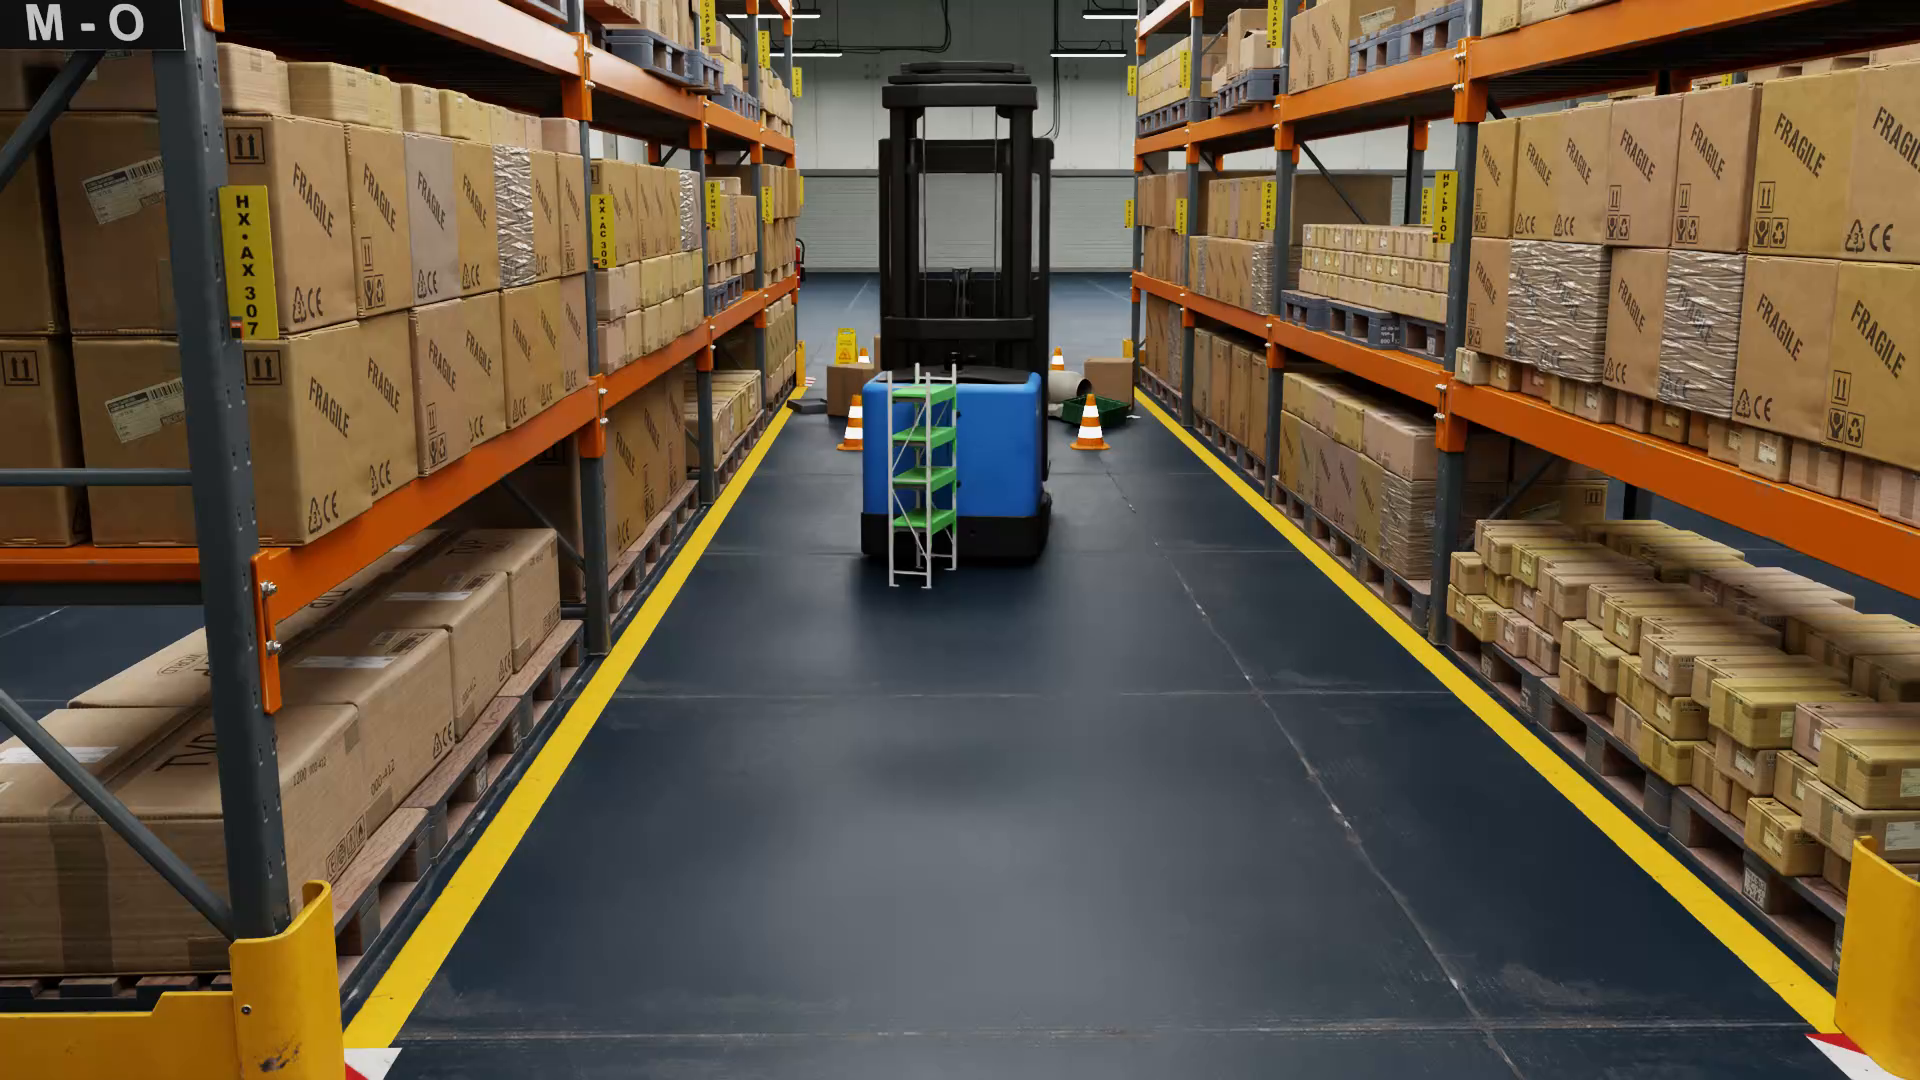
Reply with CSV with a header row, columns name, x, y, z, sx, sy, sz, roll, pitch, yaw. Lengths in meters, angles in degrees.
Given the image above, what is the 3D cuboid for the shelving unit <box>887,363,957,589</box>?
name,x,y,z,sx,sy,sz,roll,pitch,yaw
shelving unit,-0.208,-0.370,9.367,0.258,1.200,0.503,3,12,16

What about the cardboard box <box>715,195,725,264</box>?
name,x,y,z,sx,sy,sz,roll,pitch,yaw
cardboard box,-2.041,-2.315,12.370,0.500,0.500,0.500,0,11,2

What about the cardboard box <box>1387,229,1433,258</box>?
name,x,y,z,sx,sy,sz,roll,pitch,yaw
cardboard box,2.563,-1.625,9.103,0.380,0.149,0.250,-1,11,-3

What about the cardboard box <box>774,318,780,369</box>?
name,x,y,z,sx,sy,sz,roll,pitch,yaw
cardboard box,-2.093,-1.966,16.679,0.500,0.500,0.500,0,11,1

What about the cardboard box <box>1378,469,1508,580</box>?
name,x,y,z,sx,sy,sz,roll,pitch,yaw
cardboard box,2.517,-0.093,8.702,0.500,0.500,0.500,0,11,-2

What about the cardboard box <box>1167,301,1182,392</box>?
name,x,y,z,sx,sy,sz,roll,pitch,yaw
cardboard box,2.653,-2.025,17.284,0.875,0.875,0.875,0,11,-1

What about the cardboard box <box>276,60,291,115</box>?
name,x,y,z,sx,sy,sz,roll,pitch,yaw
cardboard box,-1.887,-1.111,4.091,0.380,0.149,0.250,0,11,0

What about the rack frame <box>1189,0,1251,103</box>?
name,x,y,z,sx,sy,sz,roll,pitch,yaw
rack frame,2.619,-5.496,15.017,1.000,3.000,0.127,0,11,-1

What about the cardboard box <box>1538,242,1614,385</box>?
name,x,y,z,sx,sy,sz,roll,pitch,yaw
cardboard box,2.534,-0.862,6.266,0.500,0.500,0.500,0,11,-2

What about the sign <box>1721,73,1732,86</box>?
name,x,y,z,sx,sy,sz,roll,pitch,yaw
sign,7.037,-4.276,15.247,0.100,0.325,0.005,0,11,-1

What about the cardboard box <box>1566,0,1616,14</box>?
name,x,y,z,sx,sy,sz,roll,pitch,yaw
cardboard box,2.540,-2.066,6.031,0.500,0.250,0.500,0,11,1

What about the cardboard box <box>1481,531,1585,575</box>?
name,x,y,z,sx,sy,sz,roll,pitch,yaw
cardboard box,2.530,0.058,7.344,0.380,0.149,0.250,0,11,2

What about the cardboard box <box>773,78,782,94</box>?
name,x,y,z,sx,sy,sz,roll,pitch,yaw
cardboard box,-2.044,-4.678,17.154,0.380,0.149,0.250,0,11,0

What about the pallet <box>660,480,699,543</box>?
name,x,y,z,sx,sy,sz,roll,pitch,yaw
pallet,-2.305,-0.197,10.998,1.003,0.211,1.213,0,11,-1

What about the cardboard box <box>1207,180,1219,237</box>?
name,x,y,z,sx,sy,sz,roll,pitch,yaw
cardboard box,2.635,-2.996,15.018,0.700,0.500,0.500,0,11,-2

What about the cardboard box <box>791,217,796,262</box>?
name,x,y,z,sx,sy,sz,roll,pitch,yaw
cardboard box,-2.124,-3.399,18.768,0.500,0.500,0.500,0,11,-2

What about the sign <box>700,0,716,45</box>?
name,x,y,z,sx,sy,sz,roll,pitch,yaw
sign,-1.691,-3.483,11.140,0.100,0.325,0.005,0,11,-1

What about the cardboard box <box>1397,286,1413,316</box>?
name,x,y,z,sx,sy,sz,roll,pitch,yaw
cardboard box,2.564,-1.278,8.887,0.380,0.149,0.250,-1,11,-4

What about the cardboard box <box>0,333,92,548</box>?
name,x,y,z,sx,sy,sz,roll,pitch,yaw
cardboard box,-2.355,-0.274,4.114,0.500,0.500,0.500,0,11,-1

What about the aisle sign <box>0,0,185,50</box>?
name,x,y,z,sx,sy,sz,roll,pitch,yaw
aisle sign,-1.789,-1.391,3.333,0.394,0.787,0.004,0,11,-1

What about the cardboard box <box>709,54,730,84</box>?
name,x,y,z,sx,sy,sz,roll,pitch,yaw
cardboard box,-2.157,-3.800,13.524,0.500,0.250,0.500,0,11,0

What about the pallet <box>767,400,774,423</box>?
name,x,y,z,sx,sy,sz,roll,pitch,yaw
pallet,-2.378,-1.282,16.349,1.003,0.211,1.213,0,11,-1

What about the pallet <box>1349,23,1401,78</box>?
name,x,y,z,sx,sy,sz,roll,pitch,yaw
pallet,2.853,-2.673,9.118,1.213,0.211,1.003,0,11,-1

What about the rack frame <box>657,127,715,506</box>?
name,x,y,z,sx,sy,sz,roll,pitch,yaw
rack frame,-2.246,-1.720,11.495,1.000,3.000,0.127,0,11,-1

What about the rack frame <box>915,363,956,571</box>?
name,x,y,z,sx,sy,sz,roll,pitch,yaw
rack frame,-0.138,-0.417,9.596,0.240,1.200,0.015,3,12,16

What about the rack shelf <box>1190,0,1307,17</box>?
name,x,y,z,sx,sy,sz,roll,pitch,yaw
rack shelf,2.660,-4.550,13.169,1.077,0.370,4.000,0,11,-1

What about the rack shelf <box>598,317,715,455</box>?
name,x,y,z,sx,sy,sz,roll,pitch,yaw
rack shelf,-2.204,-0.970,9.607,1.077,0.370,4.000,0,11,-1

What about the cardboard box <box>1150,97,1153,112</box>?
name,x,y,z,sx,sy,sz,roll,pitch,yaw
cardboard box,2.244,-4.683,17.876,0.380,0.149,0.250,0,11,-1

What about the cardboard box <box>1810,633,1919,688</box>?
name,x,y,z,sx,sy,sz,roll,pitch,yaw
cardboard box,3.108,0.415,5.589,0.380,0.149,0.250,0,11,1

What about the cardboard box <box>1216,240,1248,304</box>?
name,x,y,z,sx,sy,sz,roll,pitch,yaw
cardboard box,2.390,-2.199,13.601,0.500,0.500,0.500,0,11,0

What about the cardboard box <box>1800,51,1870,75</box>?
name,x,y,z,sx,sy,sz,roll,pitch,yaw
cardboard box,7.511,-4.002,13.879,0.797,0.503,0.637,0,11,1

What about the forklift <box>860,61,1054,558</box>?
name,x,y,z,sx,sy,sz,roll,pitch,yaw
forklift,0.049,-1.573,10.940,1.130,2.935,3.031,1,12,4

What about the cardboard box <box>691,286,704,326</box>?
name,x,y,z,sx,sy,sz,roll,pitch,yaw
cardboard box,-1.976,-1.547,11.019,0.500,0.250,0.500,-1,11,-3

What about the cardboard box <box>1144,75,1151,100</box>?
name,x,y,z,sx,sy,sz,roll,pitch,yaw
cardboard box,2.301,-4.950,18.193,0.500,0.250,0.500,0,11,-2

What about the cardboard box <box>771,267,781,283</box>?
name,x,y,z,sx,sy,sz,roll,pitch,yaw
cardboard box,-2.031,-2.711,17.008,0.380,0.149,0.250,0,11,-1

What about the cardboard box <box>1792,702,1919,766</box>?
name,x,y,z,sx,sy,sz,roll,pitch,yaw
cardboard box,2.654,0.575,4.799,0.380,0.149,0.250,0,11,0

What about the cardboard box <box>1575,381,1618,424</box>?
name,x,y,z,sx,sy,sz,roll,pitch,yaw
cardboard box,2.538,-0.523,6.226,0.380,0.149,0.250,0,11,1

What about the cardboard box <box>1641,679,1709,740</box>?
name,x,y,z,sx,sy,sz,roll,pitch,yaw
cardboard box,2.534,0.565,5.595,0.380,0.149,0.250,0,11,0

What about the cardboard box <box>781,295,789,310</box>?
name,x,y,z,sx,sy,sz,roll,pitch,yaw
cardboard box,-2.057,-2.573,18.042,0.380,0.149,0.250,0,11,0

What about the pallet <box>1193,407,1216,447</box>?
name,x,y,z,sx,sy,sz,roll,pitch,yaw
pallet,2.710,-1.036,15.136,1.003,0.211,1.213,0,11,-1

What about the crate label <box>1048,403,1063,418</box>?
name,x,y,z,sx,sy,sz,roll,pitch,yaw
crate label,1.003,-1.279,16.521,0.298,0.136,0.250,-10,15,-40

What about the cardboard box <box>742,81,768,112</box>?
name,x,y,z,sx,sy,sz,roll,pitch,yaw
cardboard box,-2.064,-4.146,15.538,0.500,0.250,0.500,0,11,-2

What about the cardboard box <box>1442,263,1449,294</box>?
name,x,y,z,sx,sy,sz,roll,pitch,yaw
cardboard box,2.578,-1.272,8.114,0.380,0.149,0.250,0,11,1

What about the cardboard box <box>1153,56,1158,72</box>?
name,x,y,z,sx,sy,sz,roll,pitch,yaw
cardboard box,2.250,-5.023,17.549,0.380,0.149,0.250,0,11,-2

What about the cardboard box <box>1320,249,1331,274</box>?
name,x,y,z,sx,sy,sz,roll,pitch,yaw
cardboard box,2.527,-1.785,10.643,0.380,0.149,0.250,-1,11,-3

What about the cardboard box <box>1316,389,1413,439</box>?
name,x,y,z,sx,sy,sz,roll,pitch,yaw
cardboard box,2.481,-0.772,10.164,0.500,0.250,0.500,0,11,-1

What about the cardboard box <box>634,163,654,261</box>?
name,x,y,z,sx,sy,sz,roll,pitch,yaw
cardboard box,-1.931,-1.754,8.892,0.500,0.500,0.500,-1,11,-3

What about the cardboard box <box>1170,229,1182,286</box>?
name,x,y,z,sx,sy,sz,roll,pitch,yaw
cardboard box,2.565,-2.812,16.498,0.875,0.550,0.550,0,11,-1

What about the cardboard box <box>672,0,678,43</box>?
name,x,y,z,sx,sy,sz,roll,pitch,yaw
cardboard box,-1.867,-3.058,9.826,0.396,0.266,0.258,-1,11,-3

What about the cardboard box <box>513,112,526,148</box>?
name,x,y,z,sx,sy,sz,roll,pitch,yaw
cardboard box,-1.946,-1.620,6.601,0.380,0.149,0.250,0,11,-1

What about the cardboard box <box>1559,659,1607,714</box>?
name,x,y,z,sx,sy,sz,roll,pitch,yaw
cardboard box,2.538,0.557,6.383,0.380,0.149,0.250,-1,11,-3

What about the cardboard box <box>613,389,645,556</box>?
name,x,y,z,sx,sy,sz,roll,pitch,yaw
cardboard box,-2.282,-0.392,9.236,0.875,0.875,0.875,0,11,0

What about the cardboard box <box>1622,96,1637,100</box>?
name,x,y,z,sx,sy,sz,roll,pitch,yaw
cardboard box,7.264,-4.629,17.662,0.380,0.149,0.250,-1,11,-4

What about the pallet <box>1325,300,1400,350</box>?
name,x,y,z,sx,sy,sz,roll,pitch,yaw
pallet,2.783,-1.273,9.774,1.003,0.211,1.213,0,11,-1

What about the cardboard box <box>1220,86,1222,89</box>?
name,x,y,z,sx,sy,sz,roll,pitch,yaw
cardboard box,2.392,-3.951,14.267,0.250,0.149,0.380,0,11,-1
